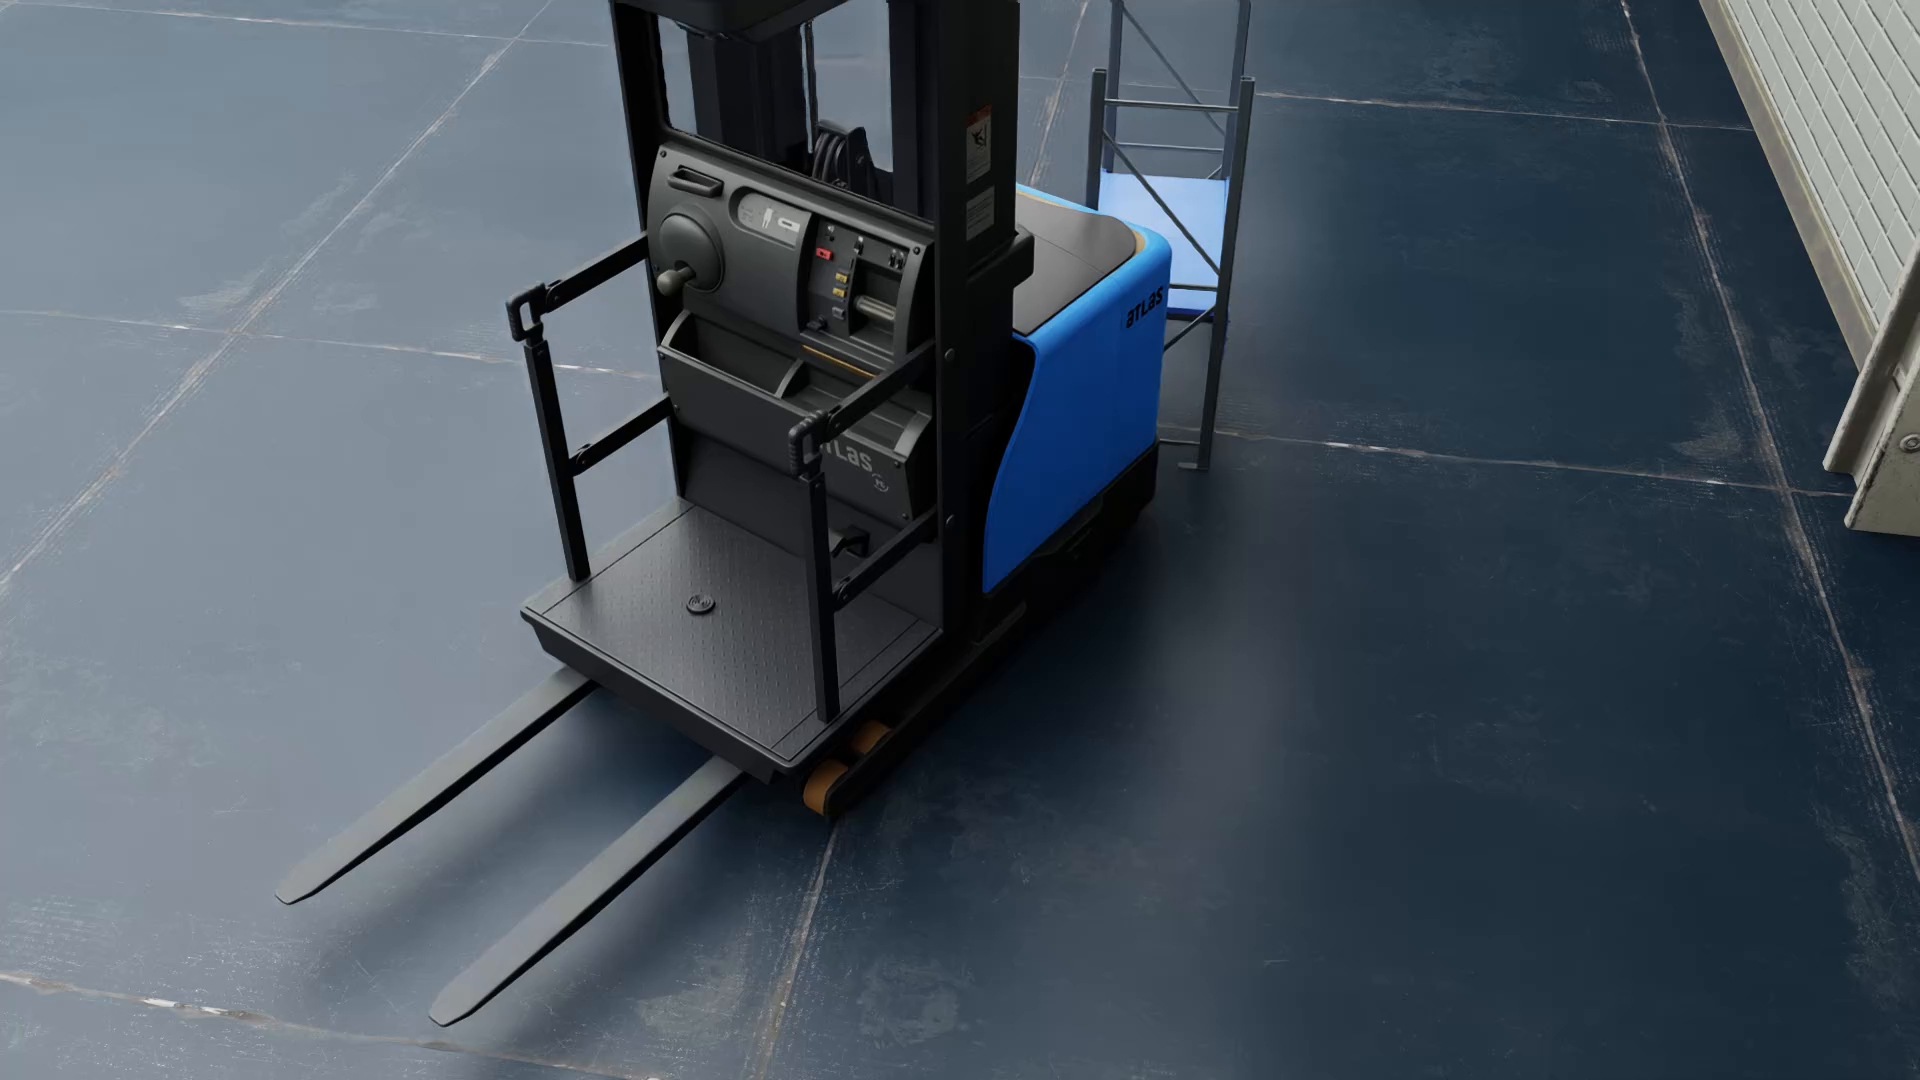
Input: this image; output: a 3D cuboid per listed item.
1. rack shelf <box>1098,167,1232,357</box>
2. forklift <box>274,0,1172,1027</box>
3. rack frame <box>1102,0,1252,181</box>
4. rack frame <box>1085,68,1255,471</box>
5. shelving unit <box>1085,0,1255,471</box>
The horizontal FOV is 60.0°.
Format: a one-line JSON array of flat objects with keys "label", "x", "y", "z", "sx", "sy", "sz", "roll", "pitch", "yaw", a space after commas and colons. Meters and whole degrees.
[{"label": "rack shelf", "x": 0.730, "y": -1.042, "z": 6.115, "sx": 0.538, "sy": 0.185, "sz": 1.000, "roll": 5, "pitch": 40, "yaw": 6}, {"label": "forklift", "x": -0.601, "y": -0.689, "z": 4.283, "sx": 1.130, "sy": 2.935, "sz": 3.031, "roll": 25, "pitch": 46, "yaw": 27}, {"label": "rack frame", "x": 0.801, "y": -1.501, "z": 6.389, "sx": 0.500, "sy": 1.500, "sz": 0.032, "roll": 5, "pitch": 40, "yaw": 6}, {"label": "rack frame", "x": 0.659, "y": -0.860, "z": 5.613, "sx": 0.500, "sy": 1.500, "sz": 0.032, "roll": 5, "pitch": 40, "yaw": 6}, {"label": "shelving unit", "x": 0.730, "y": -1.180, "z": 6.001, "sx": 0.538, "sy": 1.500, "sz": 1.048, "roll": 5, "pitch": 40, "yaw": 6}]
